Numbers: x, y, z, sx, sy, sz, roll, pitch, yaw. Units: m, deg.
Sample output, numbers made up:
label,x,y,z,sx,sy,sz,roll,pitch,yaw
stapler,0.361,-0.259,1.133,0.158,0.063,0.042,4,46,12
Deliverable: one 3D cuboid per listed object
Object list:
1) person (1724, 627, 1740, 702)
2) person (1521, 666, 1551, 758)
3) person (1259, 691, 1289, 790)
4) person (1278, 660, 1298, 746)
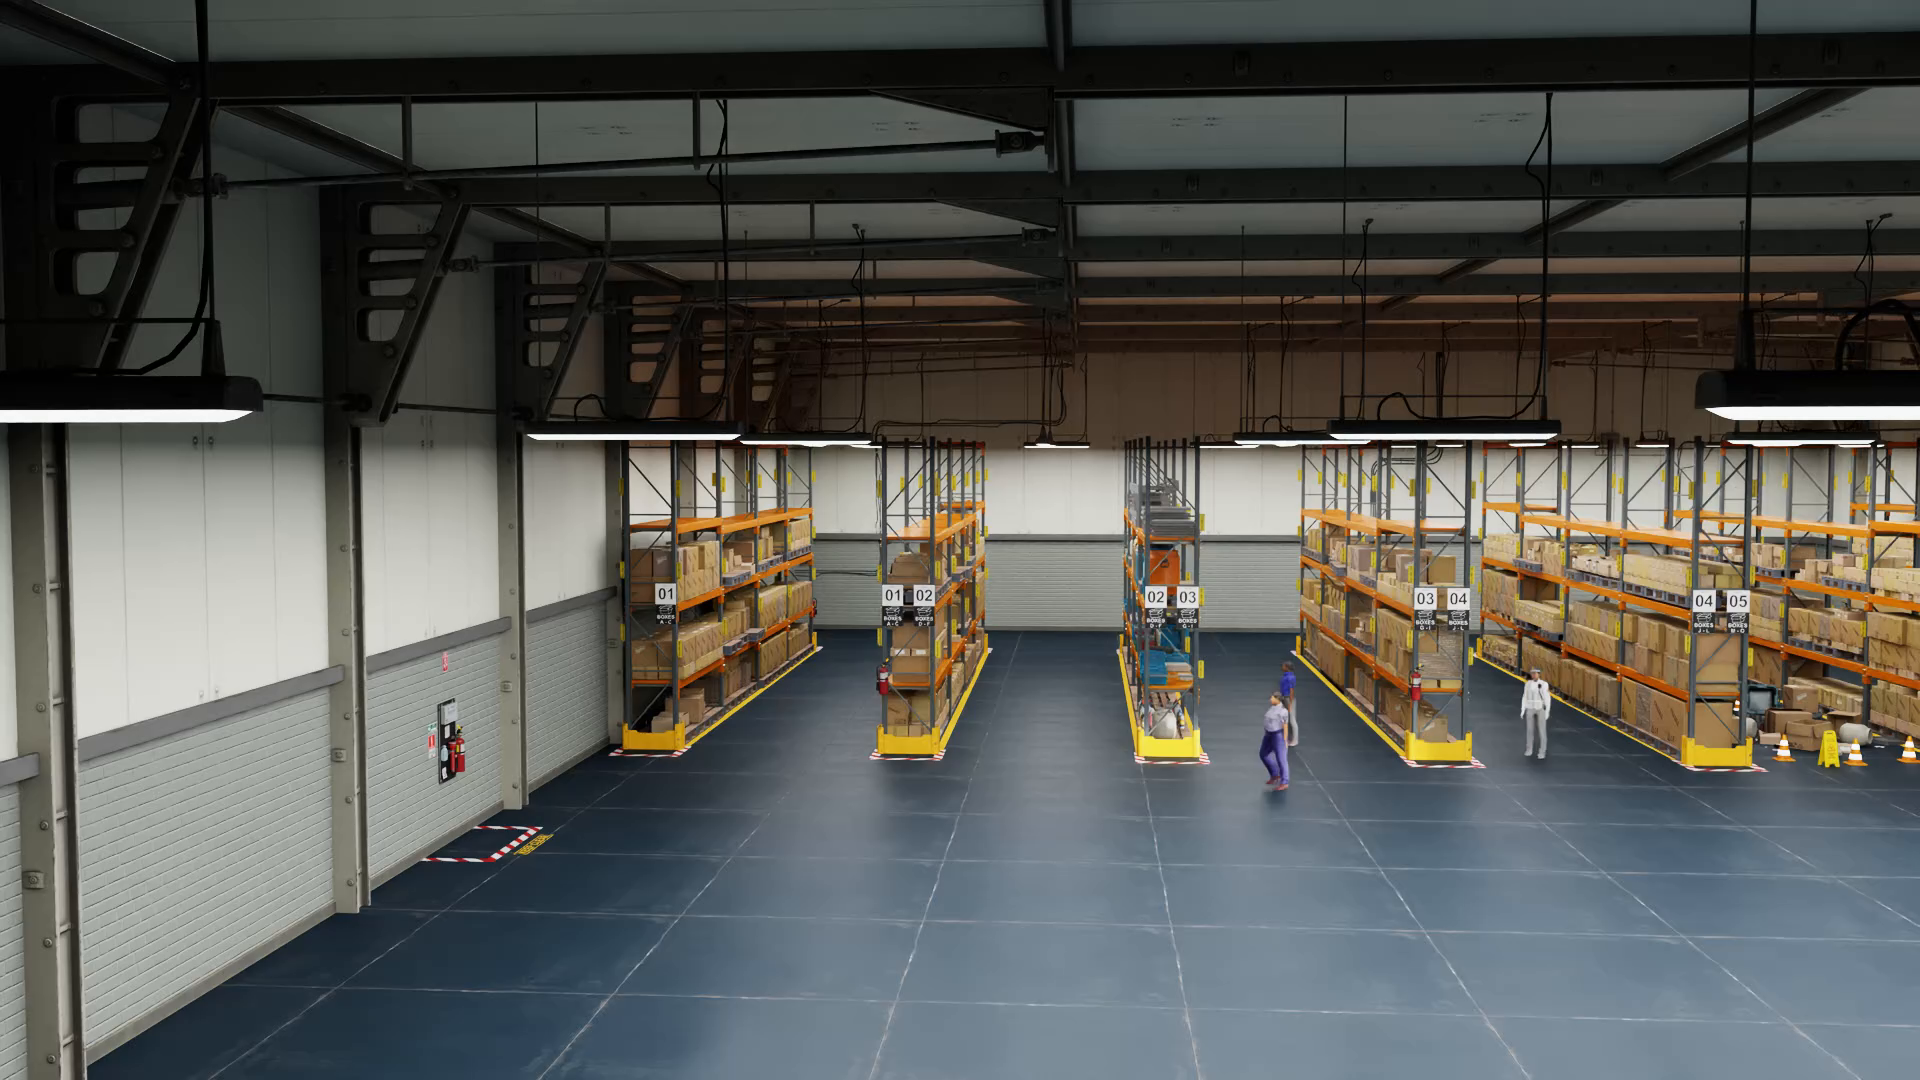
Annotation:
label,x,y,z,sx,sy,sz,roll,pitch,yaw
person,17.561,2.812,37.910,0.641,1.799,0.692,0,3,-9
person,10.789,3.213,31.204,0.511,1.702,0.373,3,4,40
person,5.362,3.383,28.227,0.389,1.670,0.587,-1,3,-22
person,6.393,3.181,32.277,0.378,1.668,0.528,-1,3,-16
